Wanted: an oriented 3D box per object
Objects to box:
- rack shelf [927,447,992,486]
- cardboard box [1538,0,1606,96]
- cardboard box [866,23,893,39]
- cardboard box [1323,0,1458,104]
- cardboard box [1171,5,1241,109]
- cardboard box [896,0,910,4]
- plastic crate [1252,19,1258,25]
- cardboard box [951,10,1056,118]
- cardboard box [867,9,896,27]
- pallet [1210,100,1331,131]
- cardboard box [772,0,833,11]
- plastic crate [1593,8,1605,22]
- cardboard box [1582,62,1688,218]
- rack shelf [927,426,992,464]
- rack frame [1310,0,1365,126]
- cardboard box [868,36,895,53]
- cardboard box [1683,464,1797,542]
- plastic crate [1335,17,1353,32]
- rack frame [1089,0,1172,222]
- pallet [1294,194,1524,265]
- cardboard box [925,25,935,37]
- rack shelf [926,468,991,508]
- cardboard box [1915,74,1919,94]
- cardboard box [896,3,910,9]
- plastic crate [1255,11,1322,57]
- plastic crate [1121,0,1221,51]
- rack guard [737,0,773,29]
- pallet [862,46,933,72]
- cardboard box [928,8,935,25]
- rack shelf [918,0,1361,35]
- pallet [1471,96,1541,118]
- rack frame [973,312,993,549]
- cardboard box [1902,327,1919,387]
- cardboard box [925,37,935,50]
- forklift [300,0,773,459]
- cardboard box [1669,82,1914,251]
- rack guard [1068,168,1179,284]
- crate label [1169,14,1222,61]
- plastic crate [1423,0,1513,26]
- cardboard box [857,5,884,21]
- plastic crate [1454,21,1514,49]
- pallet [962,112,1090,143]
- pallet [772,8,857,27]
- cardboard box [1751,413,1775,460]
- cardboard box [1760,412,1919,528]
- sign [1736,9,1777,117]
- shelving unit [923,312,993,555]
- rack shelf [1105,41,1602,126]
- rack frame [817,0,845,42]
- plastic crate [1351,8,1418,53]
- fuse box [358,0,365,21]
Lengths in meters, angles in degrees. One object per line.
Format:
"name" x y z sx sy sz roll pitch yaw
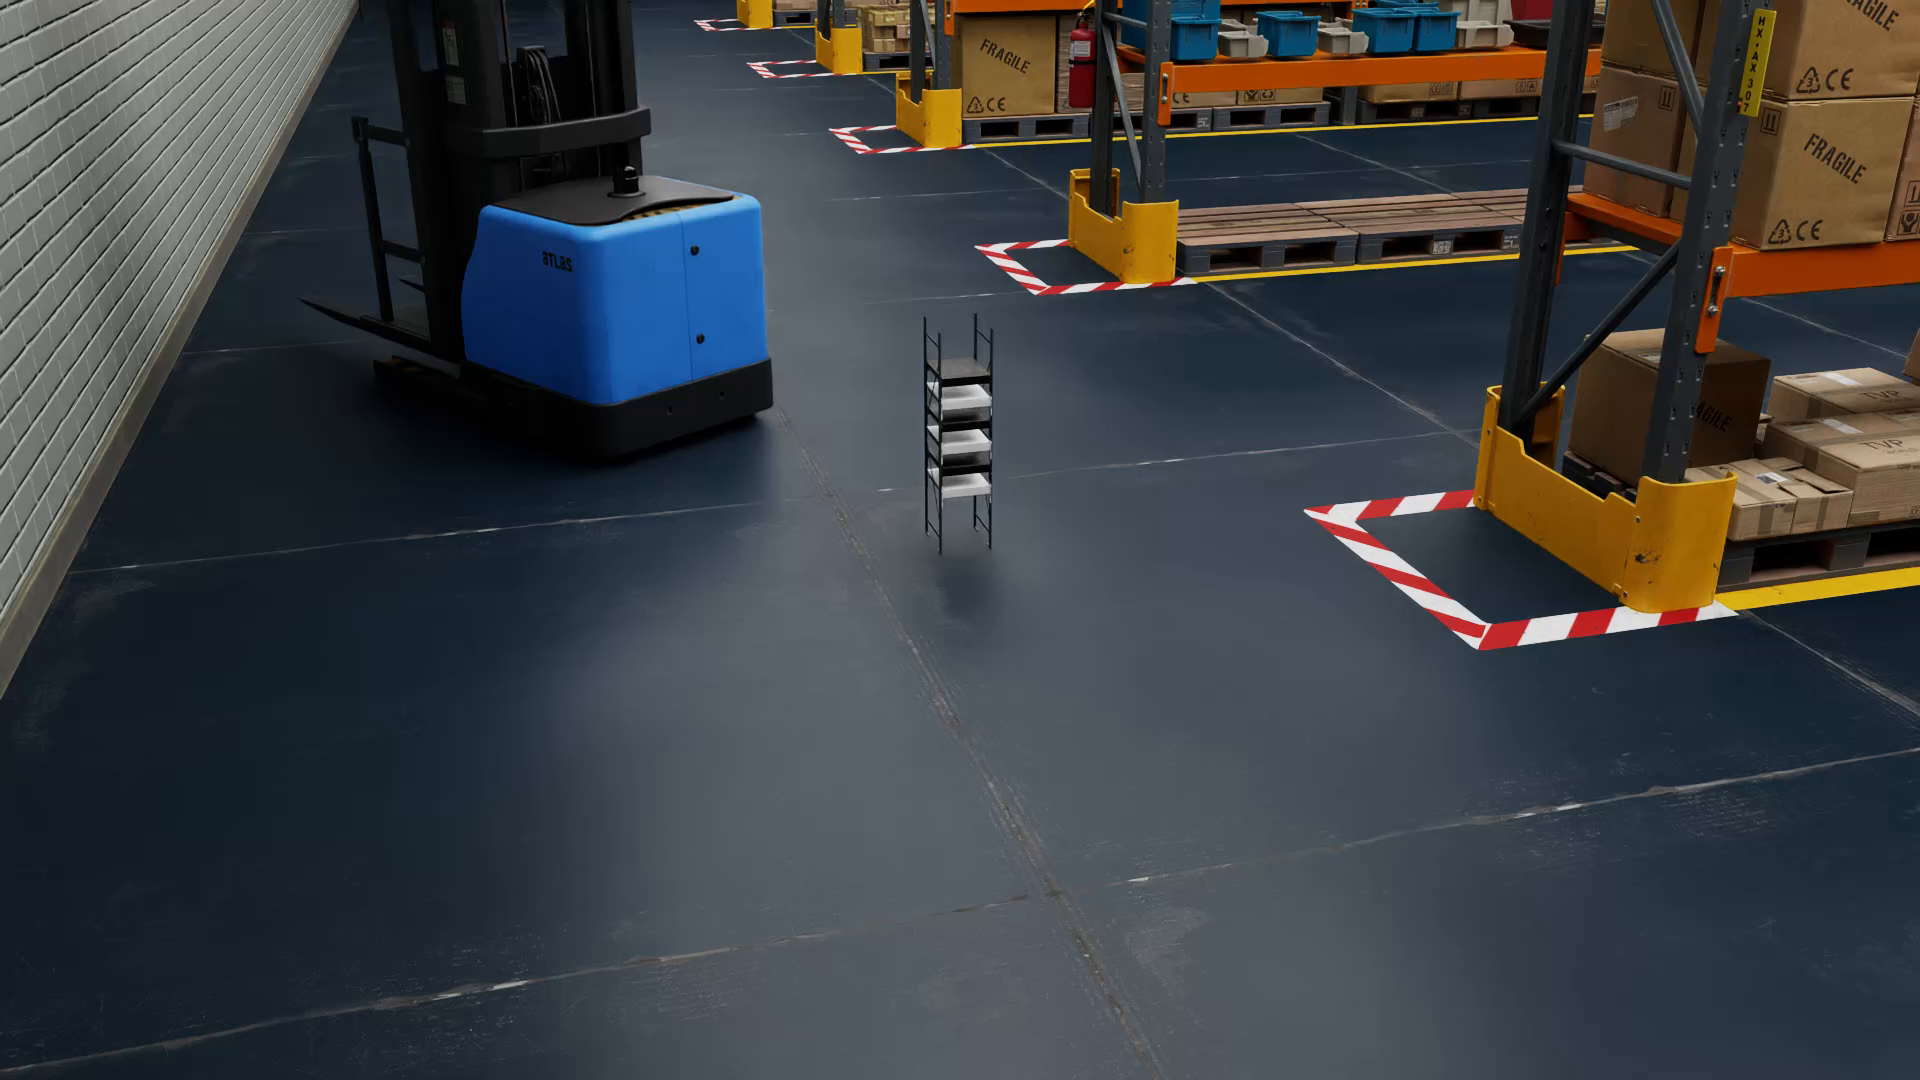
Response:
"rack shelf" -0.008 -0.299 6.537 0.200 0.077 0.258 -6 24 -14
"cardboard box" 5.902 -5.009 16.700 0.875 0.875 1.225 -6 24 -14
"cardboard box" -0.939 -5.970 19.482 0.250 0.149 0.380 -5 24 -12
"cardboard box" 4.191 -4.816 16.251 0.875 0.875 1.225 -6 24 -14
"cardboard box" 2.057 -4.605 15.758 0.875 0.875 0.875 -6 24 -14
"cardboard box" -0.592 -8.180 24.645 0.875 0.438 0.875 -7 24 -16
"plastic crate" 2.086 -3.305 10.824 0.243 0.136 0.396 -6 24 -14
"cardboard box" 0.324 -4.413 15.311 0.875 0.875 0.875 -6 24 -14
"cardboard box" -0.917 -6.075 19.350 0.250 0.149 0.380 -7 24 -17
"pallet" 2.827 -4.191 16.168 1.213 0.211 1.003 -6 24 -14
"cardboard box" -2.339 -7.984 24.188 0.875 0.438 0.875 -7 24 -16
"plastic crate" 4.432 -3.555 11.406 0.243 0.136 0.396 -6 24 -14
"cardboard box" 2.759 -1.534 6.311 0.500 0.500 0.500 -6 24 -13
"rack shelf" -0.008 -0.382 6.502 0.200 0.077 0.258 -6 24 -14
"rack frame" 3.581 -5.524 15.738 0.127 3.000 1.000 -6 24 -14
"cardboard box" -0.922 -5.809 19.485 0.250 0.149 0.380 -6 24 -13
"cardboard box" 2.898 -0.143 6.254 0.250 0.149 0.380 -6 24 -14
"plastic crate" 2.628 -3.382 11.005 0.250 0.136 0.298 -6 24 -14
"rack frame" 1.067 -3.218 10.362 0.127 3.000 1.000 -6 24 -14
"pallet" 3.044 -2.138 11.382 1.213 0.211 1.003 -6 24 -14
"cardboard box" -0.449 -6.037 19.639 0.250 0.149 0.380 -6 24 -14
"rack shelf" -0.008 -0.217 6.573 0.200 0.077 0.258 -6 24 -14
"cardboard box" 3.401 -1.848 5.775 0.500 0.500 0.500 -6 24 -14
"cardboard box" -0.599 -6.381 20.065 0.250 0.149 0.380 -7 24 -16
"plastic crate" 2.028 -3.140 10.317 0.300 0.233 0.416 -6 24 -14
"plastic crate" 1.339 -3.368 10.592 0.499 0.435 0.616 -6 24 -14
"rack guard" -2.971 -7.709 24.000 0.348 0.500 1.175 -6 24 -14
"pallet" -0.648 -5.792 19.898 1.213 0.211 1.003 -6 24 -14
"cardboard box" -0.407 -6.128 19.474 0.250 0.149 0.380 -6 24 -15
"rack shelf" 1.655 -4.980 15.383 4.000 0.370 1.077 -6 24 -14
"pallet" 5.480 -4.485 16.852 1.213 0.211 1.003 -6 24 -14
"rack frame" 0.090 -0.424 6.514 0.006 0.900 0.240 -6 24 -14
"cardboard box" 4.445 -0.616 6.906 0.637 0.503 0.797 -6 24 -14
"cardboard box" -0.455 -5.897 19.690 0.250 0.149 0.380 -6 24 -14
"forklift" -2.326 -2.183 8.038 3.031 2.935 1.130 20 30 38
"cardboard box" 2.900 -1.330 5.836 0.500 0.500 0.500 -6 24 -13
"rack guard" 1.048 -2.061 10.838 0.348 0.500 1.175 -6 24 -14
"crate label" 1.394 -3.069 10.154 0.303 0.233 0.416 -6 24 -14
"plastic crate" 3.399 -3.524 11.151 0.530 0.282 0.437 -6 24 -14
"cardboard box" -1.072 -6.301 19.876 0.250 0.149 0.380 -6 24 -14
"plastic crate" 3.323 -3.250 10.697 0.466 0.136 0.293 -6 24 -14
"pallet" 0.478 -3.931 15.562 1.213 0.211 1.003 -6 24 -14
"pallet" -2.199 -7.694 24.331 1.213 0.211 1.003 -6 24 -14
"cardboard box" 3.273 -0.397 6.824 0.250 0.166 0.380 -6 24 -14
"cardboard box" 3.483 -0.279 6.442 0.500 0.250 0.500 -6 24 -14
"sign" 2.548 -1.528 5.328 0.005 0.325 0.100 -6 24 -14
"shelving unit" -0.008 -0.413 6.488 0.210 0.900 0.258 -6 24 -14
"rack shelf" 2.993 -3.100 11.001 4.000 0.370 1.077 -6 24 -14
"rack frame" -1.513 -6.992 19.159 0.127 3.000 1.000 -6 24 -14
"plastic crate" 2.662 -3.210 10.480 0.300 0.233 0.416 -6 24 -14
"fuse box" -8.797 -8.472 24.242 0.414 1.711 0.539 -6 24 -14
